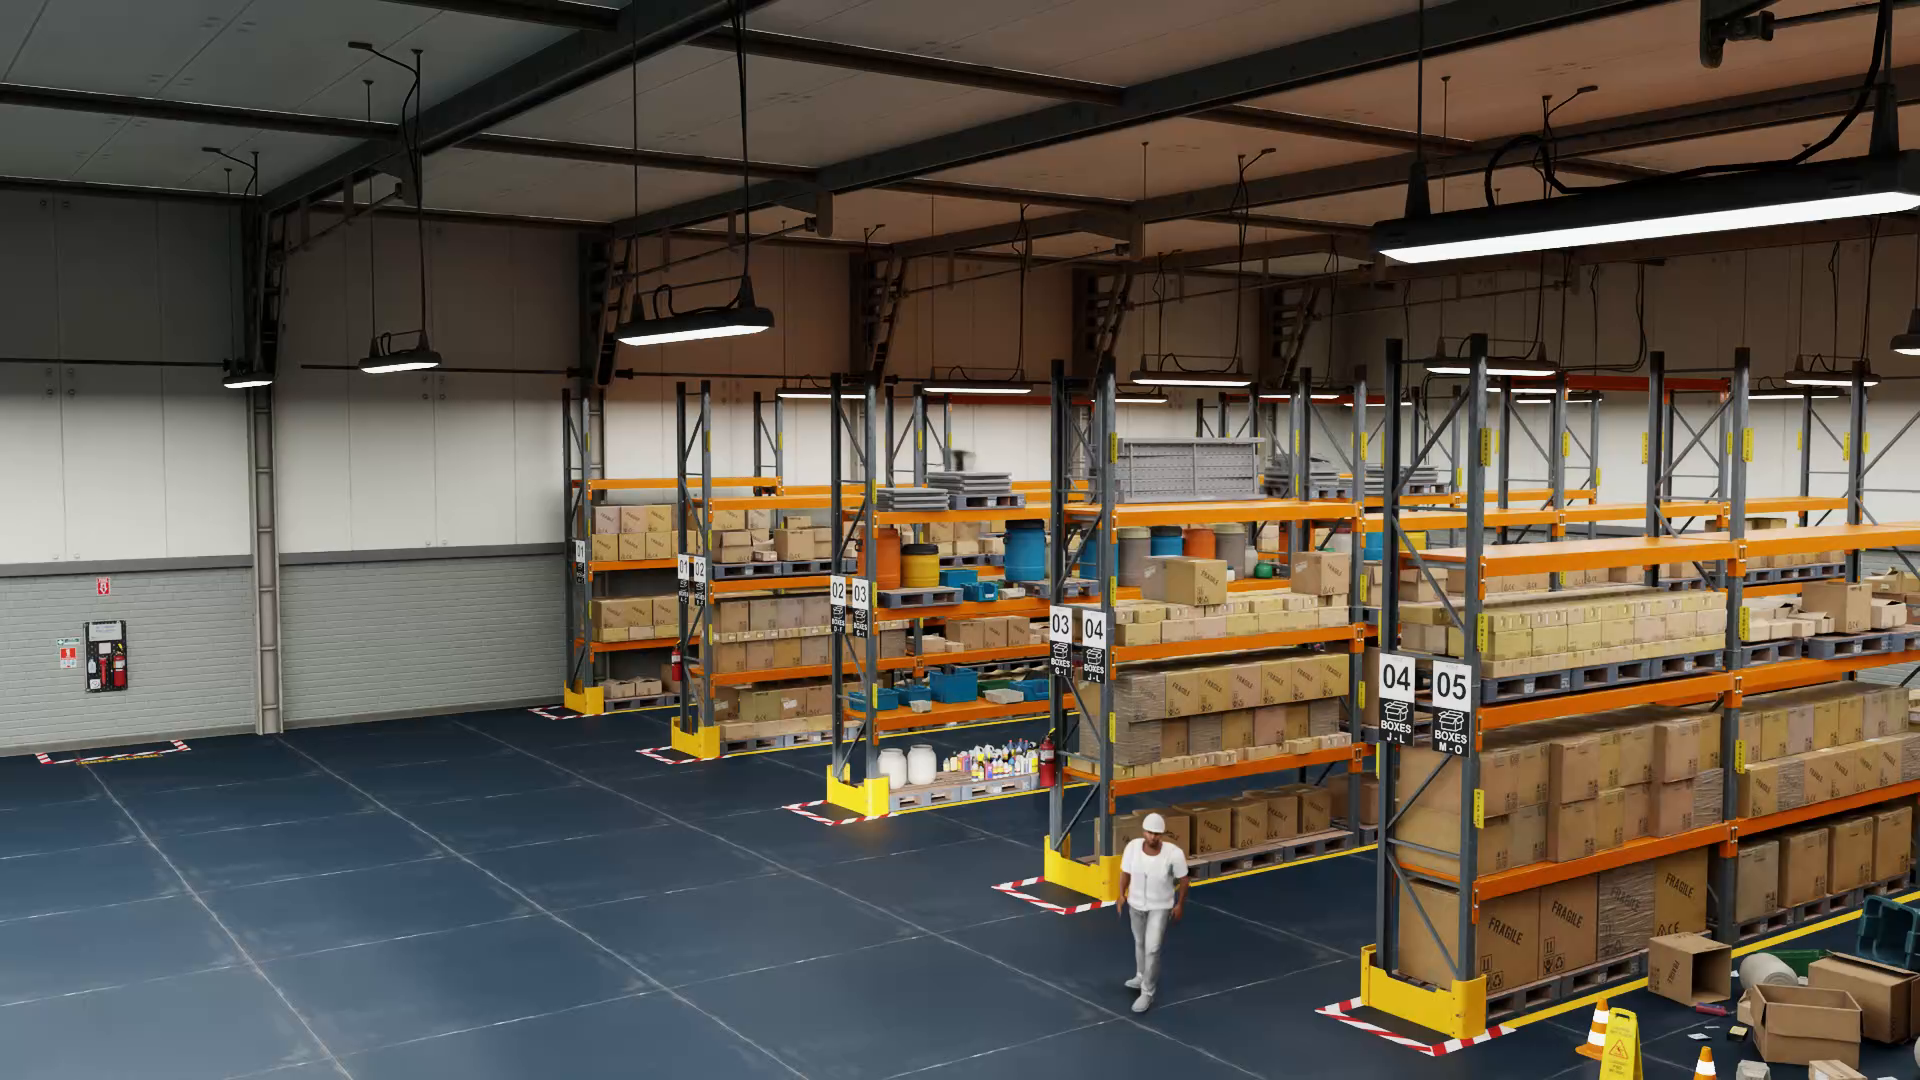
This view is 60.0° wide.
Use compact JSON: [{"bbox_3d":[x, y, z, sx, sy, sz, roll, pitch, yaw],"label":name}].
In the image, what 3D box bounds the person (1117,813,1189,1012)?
[{"bbox_3d":[1.725,3.311,15.032,0.625,1.726,0.778,2,4,29],"label":"person"}]
